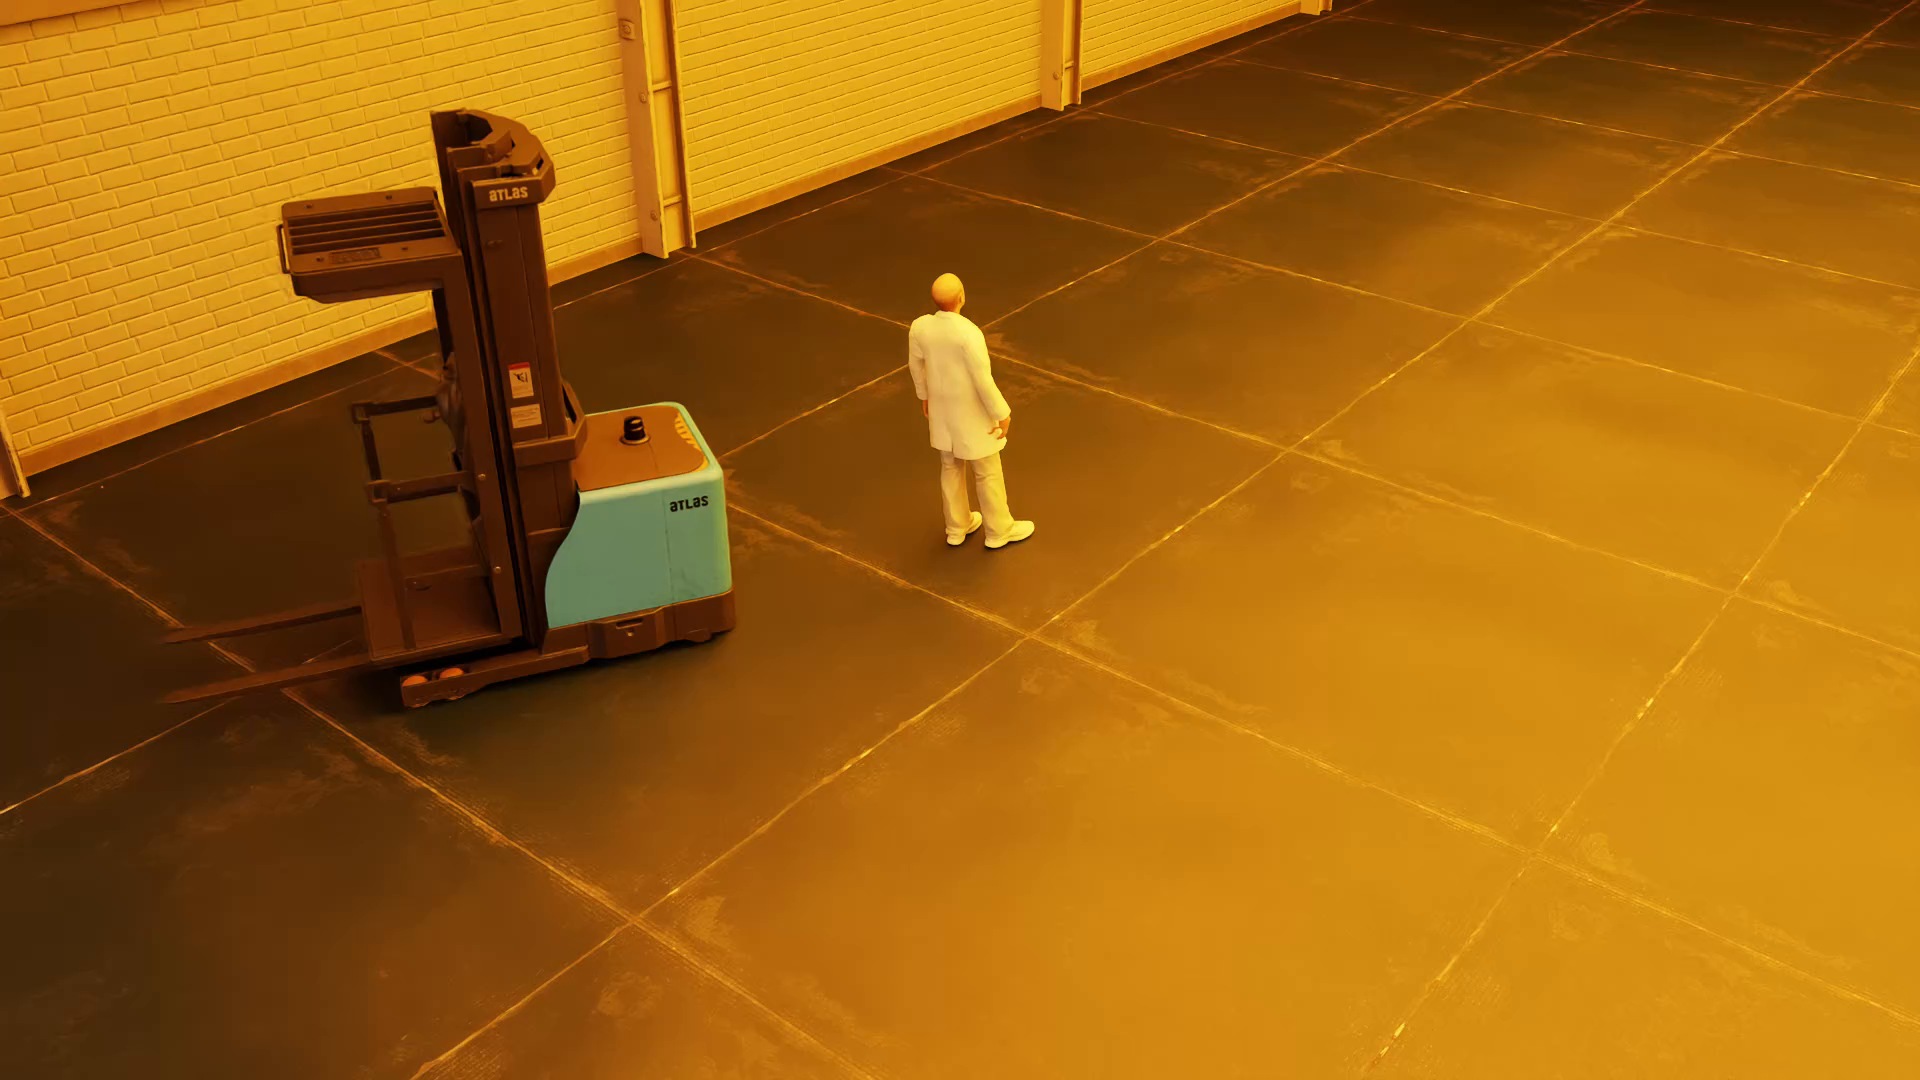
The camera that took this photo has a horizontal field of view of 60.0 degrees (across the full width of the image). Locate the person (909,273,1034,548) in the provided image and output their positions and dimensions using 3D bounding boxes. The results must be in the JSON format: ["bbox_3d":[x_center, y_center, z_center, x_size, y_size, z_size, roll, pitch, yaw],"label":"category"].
[{"bbox_3d":[0.061,-0.809,10.107,0.696,1.778,0.578,22,37,33],"label":"person"}]

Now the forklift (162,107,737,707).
[{"bbox_3d":[-2.849,-0.667,8.736,3.031,2.935,1.130,-11,32,-19],"label":"forklift"}]
